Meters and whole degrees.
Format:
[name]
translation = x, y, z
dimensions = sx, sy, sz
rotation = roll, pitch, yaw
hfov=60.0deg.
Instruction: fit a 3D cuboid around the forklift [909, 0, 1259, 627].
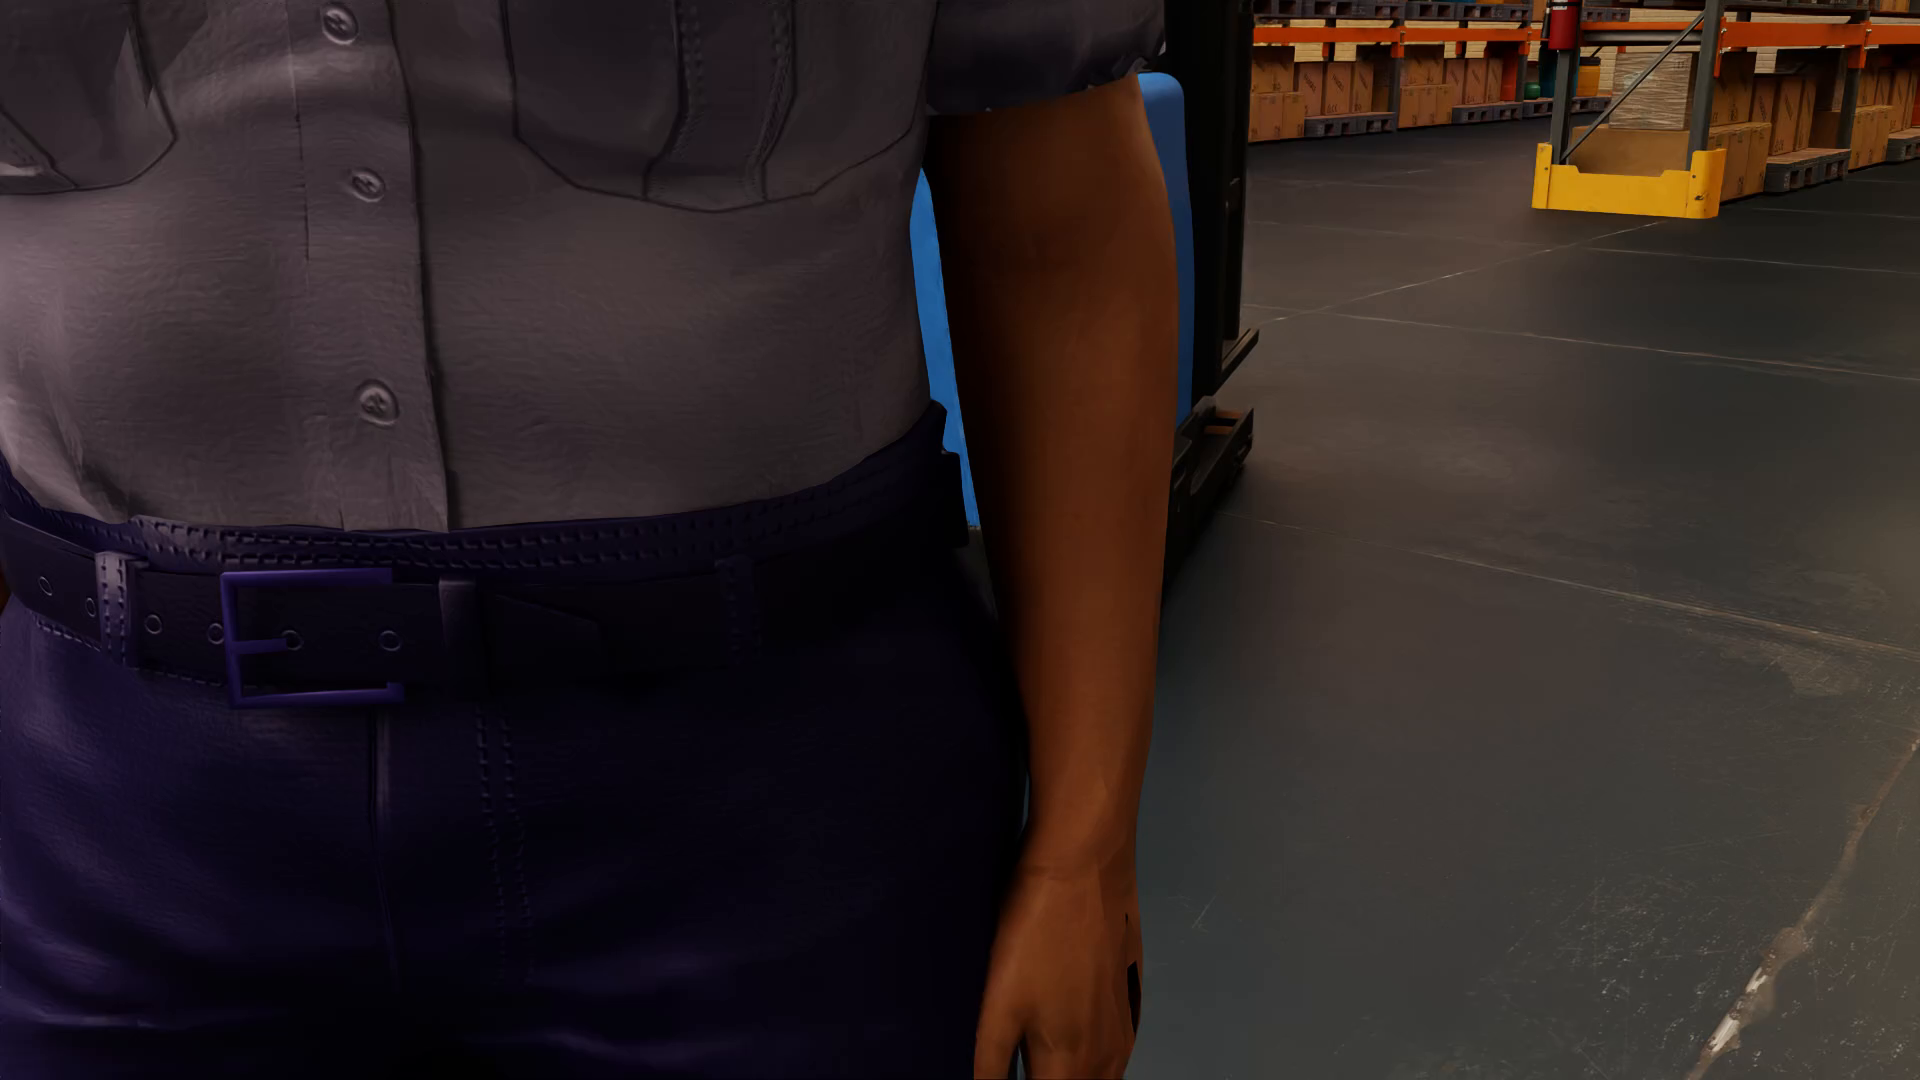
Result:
[forklift]
translation = 0.182, -1.571, 4.072
dimensions = 1.130, 2.935, 3.031
rotation = 5, 18, 17
